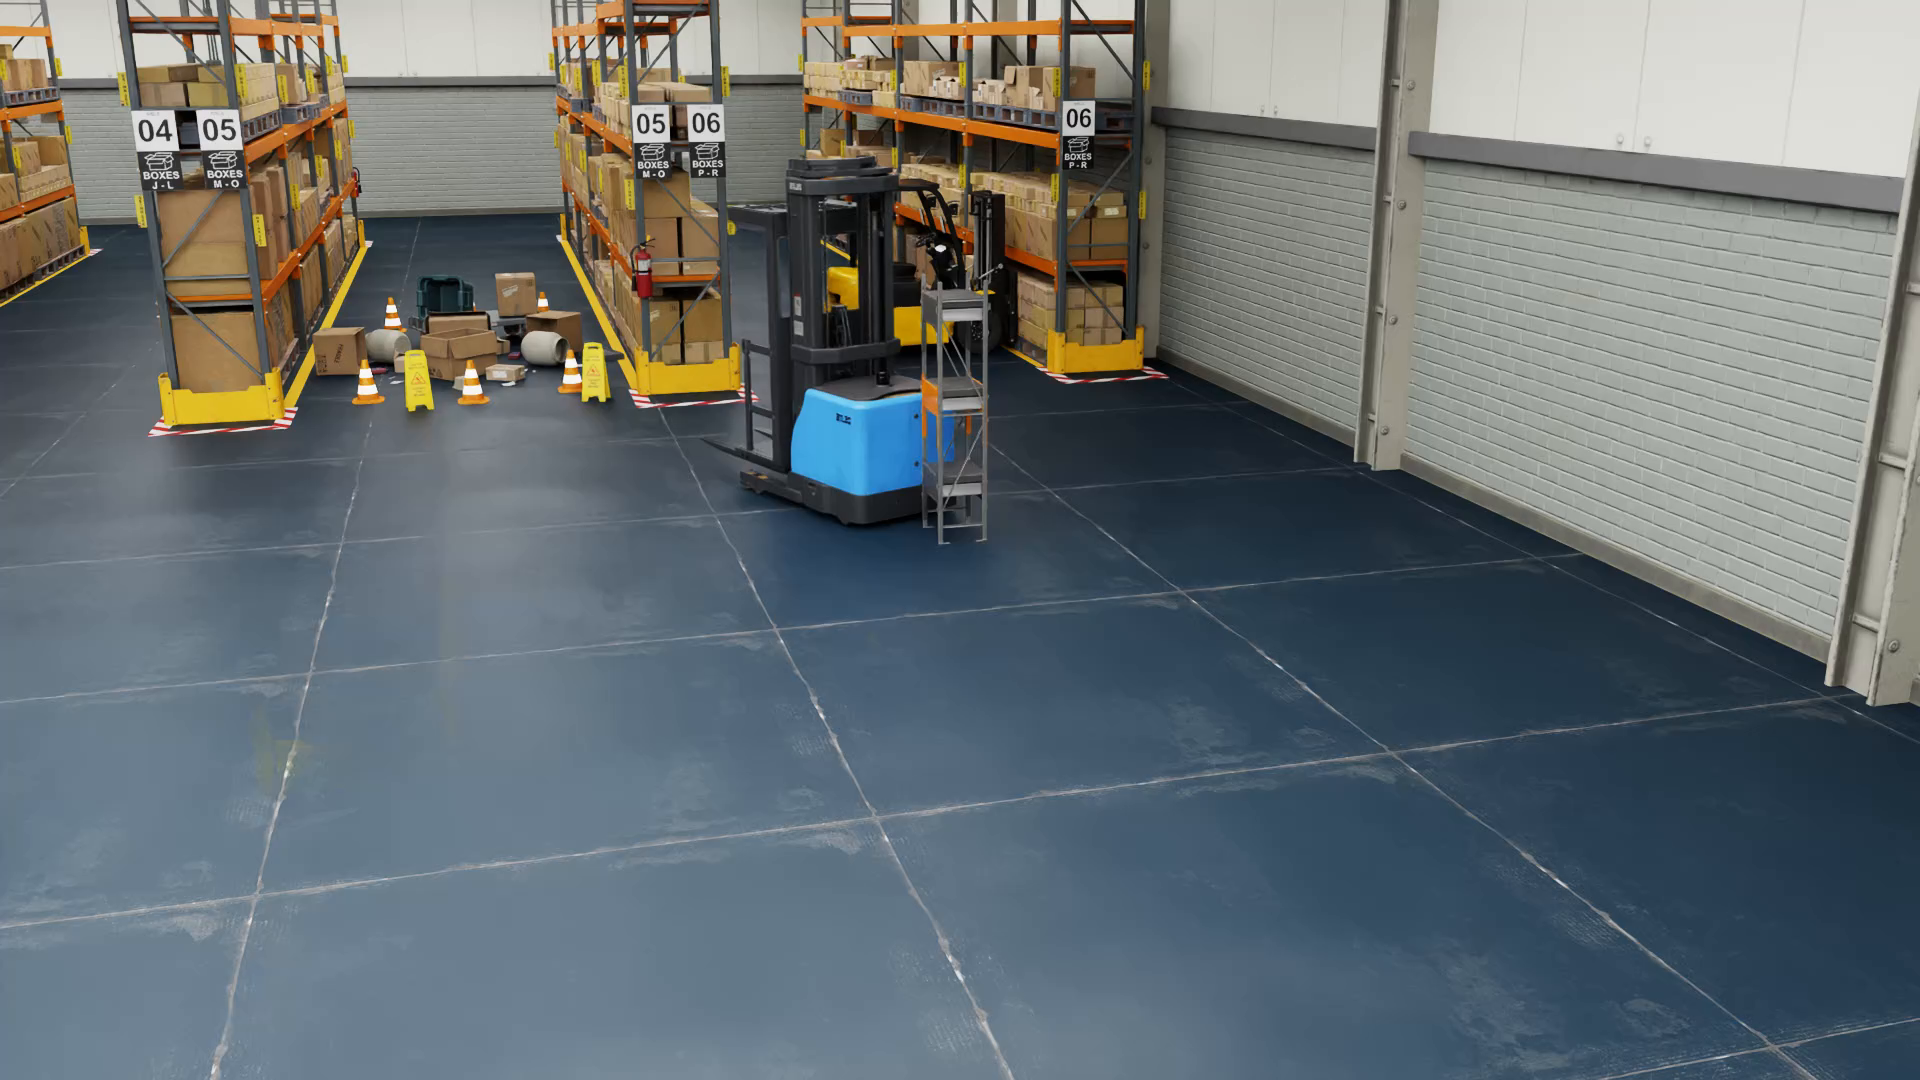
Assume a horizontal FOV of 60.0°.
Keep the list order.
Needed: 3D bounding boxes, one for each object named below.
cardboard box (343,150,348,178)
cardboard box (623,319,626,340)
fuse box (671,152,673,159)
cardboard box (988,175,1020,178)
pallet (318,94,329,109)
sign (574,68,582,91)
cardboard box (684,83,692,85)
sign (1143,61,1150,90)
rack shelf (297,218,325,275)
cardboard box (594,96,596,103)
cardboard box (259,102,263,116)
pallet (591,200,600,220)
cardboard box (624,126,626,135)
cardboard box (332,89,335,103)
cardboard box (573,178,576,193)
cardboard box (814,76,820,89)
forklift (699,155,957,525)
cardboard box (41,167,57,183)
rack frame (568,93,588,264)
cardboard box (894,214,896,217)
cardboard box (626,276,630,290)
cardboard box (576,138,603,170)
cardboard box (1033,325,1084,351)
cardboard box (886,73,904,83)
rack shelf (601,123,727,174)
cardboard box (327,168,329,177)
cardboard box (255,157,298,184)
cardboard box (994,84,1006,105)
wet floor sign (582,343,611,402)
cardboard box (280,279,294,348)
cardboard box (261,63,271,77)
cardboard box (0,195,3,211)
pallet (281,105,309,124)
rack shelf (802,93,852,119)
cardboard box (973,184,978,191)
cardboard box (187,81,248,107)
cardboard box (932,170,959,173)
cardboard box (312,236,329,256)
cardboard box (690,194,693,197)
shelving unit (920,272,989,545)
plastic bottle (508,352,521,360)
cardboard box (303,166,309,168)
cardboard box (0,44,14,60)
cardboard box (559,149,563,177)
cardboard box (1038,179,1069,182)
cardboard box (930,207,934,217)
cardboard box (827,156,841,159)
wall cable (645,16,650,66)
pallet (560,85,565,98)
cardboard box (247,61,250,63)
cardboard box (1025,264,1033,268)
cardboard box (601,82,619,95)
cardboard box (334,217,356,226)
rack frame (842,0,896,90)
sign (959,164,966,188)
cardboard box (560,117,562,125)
[{"bbox_3d":[-11.460,-6.827,30.274,0.500,0.500,0.500,-4,17,-12],"label":"cardboard box"},{"bbox_3d":[-4.006,-2.668,21.169,0.500,0.250,0.500,-5,17,-16],"label":"cardboard box"},{"bbox_3d":[-7.024,-8.647,39.266,0.539,1.711,0.414,-5,17,-15],"label":"fuse box"},{"bbox_3d":[0.597,-4.909,22.763,0.380,0.149,0.250,-5,17,-16],"label":"cardboard box"},{"bbox_3d":[-11.077,-7.223,27.395,1.213,0.211,1.003,-5,17,-15],"label":"pallet"},{"bbox_3d":[-5.849,-7.049,25.453,0.100,0.325,0.005,-5,17,-15],"label":"sign"},{"bbox_3d":[-3.589,-5.683,20.994,0.380,0.149,0.250,-4,17,-14],"label":"cardboard box"},{"bbox_3d":[2.192,-5.484,19.624,0.100,0.325,0.005,-5,17,-15],"label":"sign"},{"bbox_3d":[-9.495,-4.051,22.974,1.077,0.370,4.000,-5,17,-15],"label":"rack shelf"},{"bbox_3d":[-5.320,-6.569,25.126,0.396,0.266,0.258,-5,17,-15],"label":"cardboard box"},{"bbox_3d":[-8.050,-4.841,18.672,0.380,0.149,0.250,-5,17,-15],"label":"cardboard box"},{"bbox_3d":[-5.015,-5.087,25.508,1.213,0.211,1.003,-5,17,-15],"label":"pallet"},{"bbox_3d":[-3.742,-4.831,19.543,0.380,0.149,0.250,-5,17,-16],"label":"cardboard box"},{"bbox_3d":[-11.164,-7.707,28.941,0.500,0.250,0.500,-5,17,-16],"label":"cardboard box"},{"bbox_3d":[-6.546,-6.260,29.339,0.500,0.250,0.500,-5,17,-17],"label":"cardboard box"},{"bbox_3d":[-2.593,-9.056,32.915,0.500,0.250,0.500,-5,17,-17],"label":"cardboard box"},{"bbox_3d":[-1.322,-1.890,14.651,1.130,2.935,3.031,-12,21,-36],"label":"forklift"},{"bbox_3d":[-16.373,-6.474,29.534,0.500,0.250,0.500,-5,18,-17],"label":"cardboard box"},{"bbox_3d":[-6.413,-6.474,29.792,1.000,3.000,0.127,-5,17,-15],"label":"rack frame"},{"bbox_3d":[-0.991,-5.815,30.086,0.380,0.149,0.250,-4,17,-14],"label":"cardboard box"},{"bbox_3d":[-3.888,-3.149,20.341,0.380,0.149,0.250,-4,17,-13],"label":"cardboard box"},{"bbox_3d":[-6.118,-6.437,27.755,0.500,0.500,0.500,-5,17,-16],"label":"cardboard box"},{"bbox_3d":[1.224,-2.538,20.736,0.500,0.250,0.500,-5,17,-15],"label":"cardboard box"},{"bbox_3d":[-1.013,-7.682,27.648,0.380,0.149,0.250,-5,18,-17],"label":"cardboard box"},{"bbox_3d":[-3.665,-4.800,20.255,1.077,0.370,4.000,-5,17,-15],"label":"rack shelf"},{"bbox_3d":[-10.845,-6.184,28.015,0.380,0.149,0.250,-4,17,-14],"label":"cardboard box"},{"bbox_3d":[-9.648,-5.069,23.201,0.700,0.500,0.500,-5,17,-16],"label":"cardboard box"},{"bbox_3d":[0.673,-5.842,21.801,0.396,0.266,0.258,-5,17,-17],"label":"cardboard box"},{"bbox_3d":[-4.091,-1.890,18.624,0.267,0.644,0.232,1,17,4],"label":"wet floor sign"},{"bbox_3d":[-8.840,-2.846,20.677,0.875,0.875,0.875,-4,17,-14],"label":"cardboard box"},{"bbox_3d":[-8.401,-5.574,19.727,0.380,0.149,0.250,-5,17,-15],"label":"cardboard box"},{"bbox_3d":[-15.270,-5.350,25.874,0.500,0.500,0.500,-5,17,-16],"label":"cardboard box"},{"bbox_3d":[-9.507,-5.812,22.700,1.003,0.211,1.213,-4,17,-13],"label":"pallet"},{"bbox_3d":[-2.191,-8.513,32.615,1.077,0.370,4.000,-5,17,-15],"label":"rack shelf"},{"bbox_3d":[0.392,-4.905,23.265,0.380,0.149,0.250,-5,17,-16],"label":"cardboard box"},{"bbox_3d":[-7.732,-4.646,17.330,0.500,0.250,0.500,-5,17,-15],"label":"cardboard box"},{"bbox_3d":[-0.208,-5.588,25.540,0.380,0.149,0.250,-5,17,-15],"label":"cardboard box"},{"bbox_3d":[-10.002,-4.522,25.603,0.500,0.250,0.500,-6,18,-18],"label":"cardboard box"},{"bbox_3d":[-3.705,-4.207,21.552,0.500,0.500,0.500,-4,17,-13],"label":"cardboard box"},{"bbox_3d":[-0.045,-1.051,13.302,0.431,2.100,0.503,-5,17,-15],"label":"shelving unit"},{"bbox_3d":[-5.663,-2.349,21.166,0.133,0.061,0.283,-2,17,-6],"label":"plastic bottle"},{"bbox_3d":[-10.349,-5.821,26.289,0.380,0.149,0.250,-4,17,-14],"label":"cardboard box"},{"bbox_3d":[-16.495,-8.330,28.376,0.500,0.250,0.500,-5,18,-17],"label":"cardboard box"},{"bbox_3d":[-7.656,-7.473,32.943,0.500,0.500,0.500,-5,17,-16],"label":"cardboard box"},{"bbox_3d":[1.257,-4.735,22.182,0.380,0.149,0.250,-5,17,-16],"label":"cardboard box"},{"bbox_3d":[-0.232,-5.123,25.552,0.500,0.250,0.500,-4,17,-13],"label":"cardboard box"},{"bbox_3d":[-2.292,-7.337,32.405,0.500,0.250,0.500,-5,17,-16],"label":"cardboard box"},{"bbox_3d":[-5.933,-12.292,38.665,2.988,3.039,0.133,-5,17,-15],"label":"wall cable"},{"bbox_3d":[-6.959,-8.433,31.251,1.003,0.211,1.213,-5,17,-15],"label":"pallet"},{"bbox_3d":[-10.779,-7.245,25.640,0.396,0.266,0.258,-5,17,-15],"label":"cardboard box"},{"bbox_3d":[1.158,-3.617,22.592,0.500,0.250,0.500,-5,17,-15],"label":"cardboard box"},{"bbox_3d":[-4.441,-5.847,21.539,0.380,0.149,0.250,-5,17,-16],"label":"cardboard box"},{"bbox_3d":[-11.647,-6.020,31.471,0.380,0.149,0.250,-5,17,-16],"label":"cardboard box"},{"bbox_3d":[-1.641,-9.741,30.239,1.000,3.000,0.127,-5,17,-15],"label":"rack frame"},{"bbox_3d":[0.038,-5.126,23.428,0.100,0.325,0.005,-5,17,-15],"label":"sign"},{"bbox_3d":[-7.579,-8.150,32.332,0.380,0.149,0.250,-4,17,-14],"label":"cardboard box"}]
